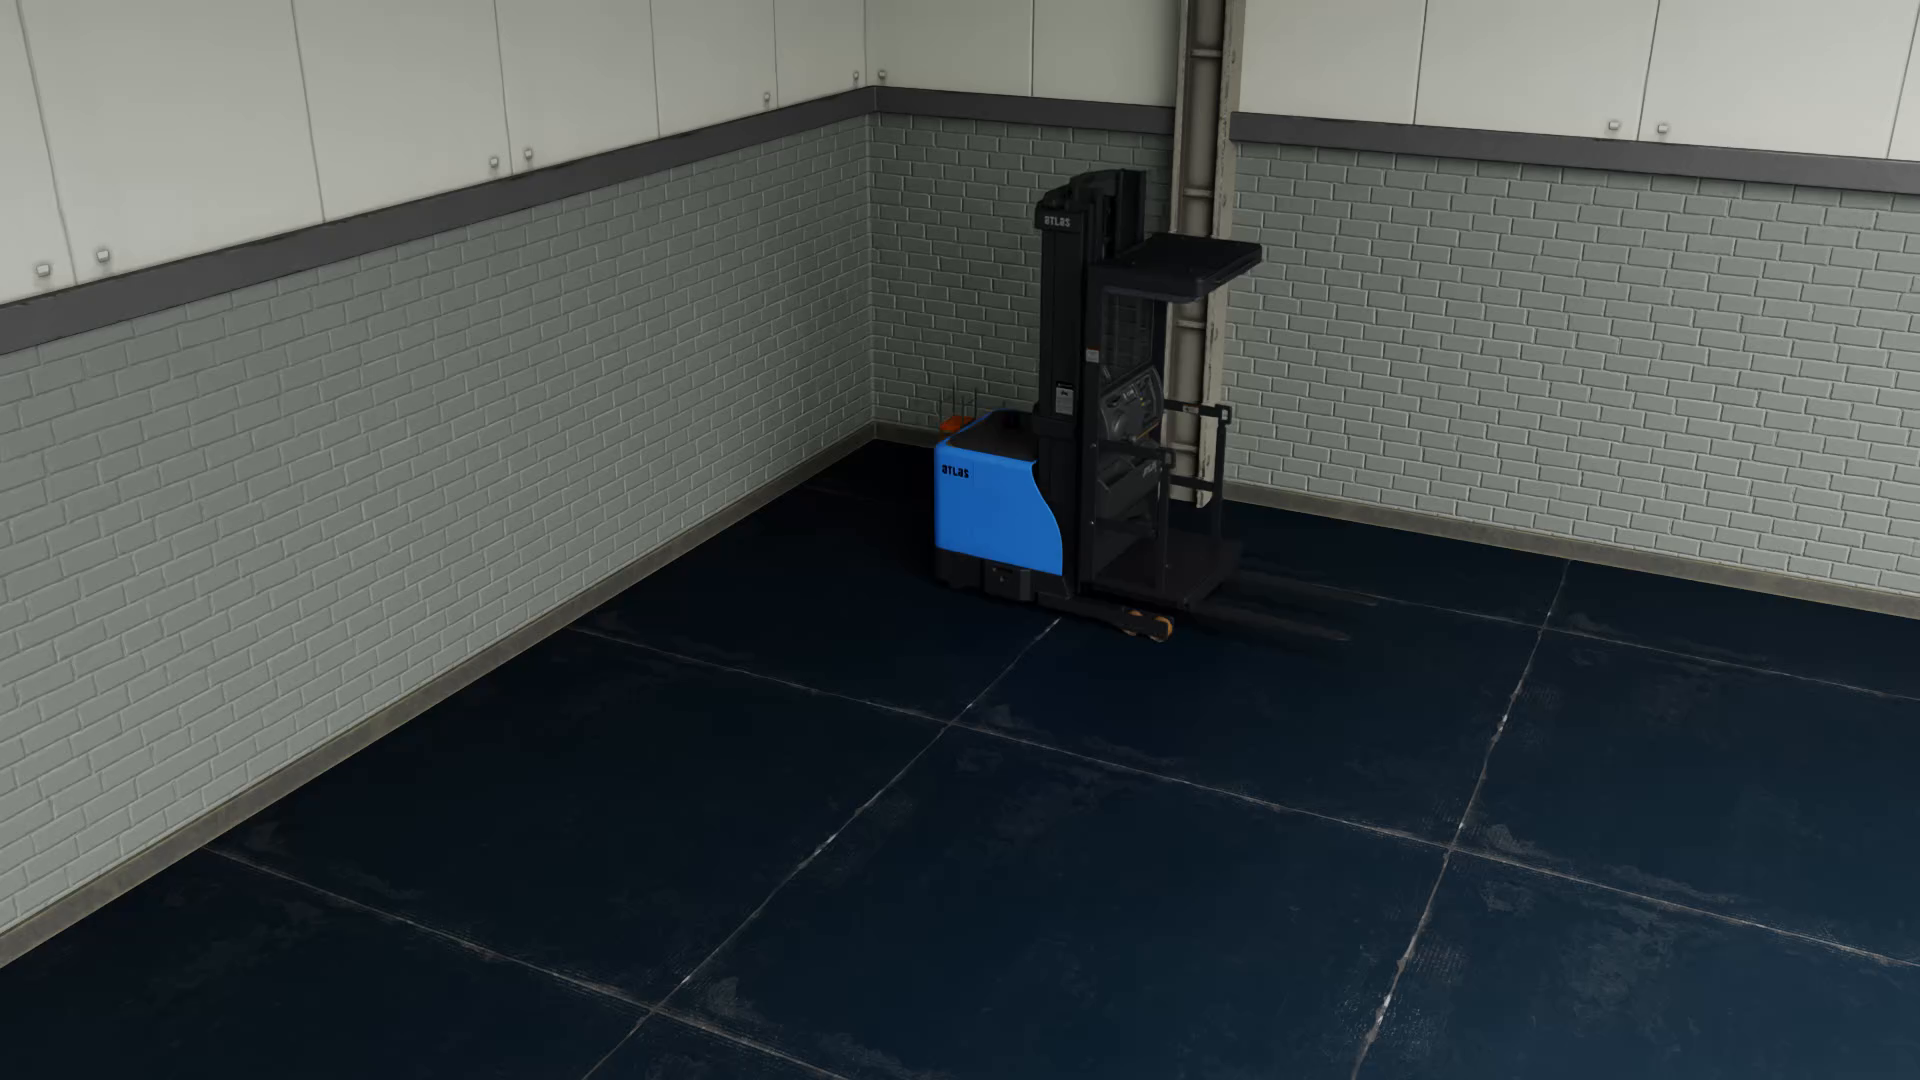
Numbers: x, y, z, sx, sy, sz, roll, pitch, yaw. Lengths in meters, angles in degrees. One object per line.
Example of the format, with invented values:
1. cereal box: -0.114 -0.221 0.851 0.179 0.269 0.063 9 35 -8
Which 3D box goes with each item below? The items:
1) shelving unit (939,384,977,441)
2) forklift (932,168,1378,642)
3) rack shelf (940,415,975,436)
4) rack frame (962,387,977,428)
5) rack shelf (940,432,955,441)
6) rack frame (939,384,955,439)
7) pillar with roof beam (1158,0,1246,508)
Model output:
1. shelving unit: -0.013 -0.555 12.521 0.189 1.200 0.258 11 25 25
2. forklift: 1.338 -0.905 11.133 3.031 2.935 1.130 12 26 27
3. rack shelf: -0.013 -0.845 12.398 0.180 0.103 0.258 11 25 25
4. rack frame: 0.069 -0.539 12.483 0.006 1.200 0.240 11 25 25
5. rack shelf: -0.013 -0.735 12.445 0.180 0.103 0.258 11 25 25
6. rack frame: -0.095 -0.571 12.559 0.006 1.200 0.240 11 25 25
7. pillar with roof beam: -0.108 -2.981 8.261 0.400 9.000 9.100 11 25 25
